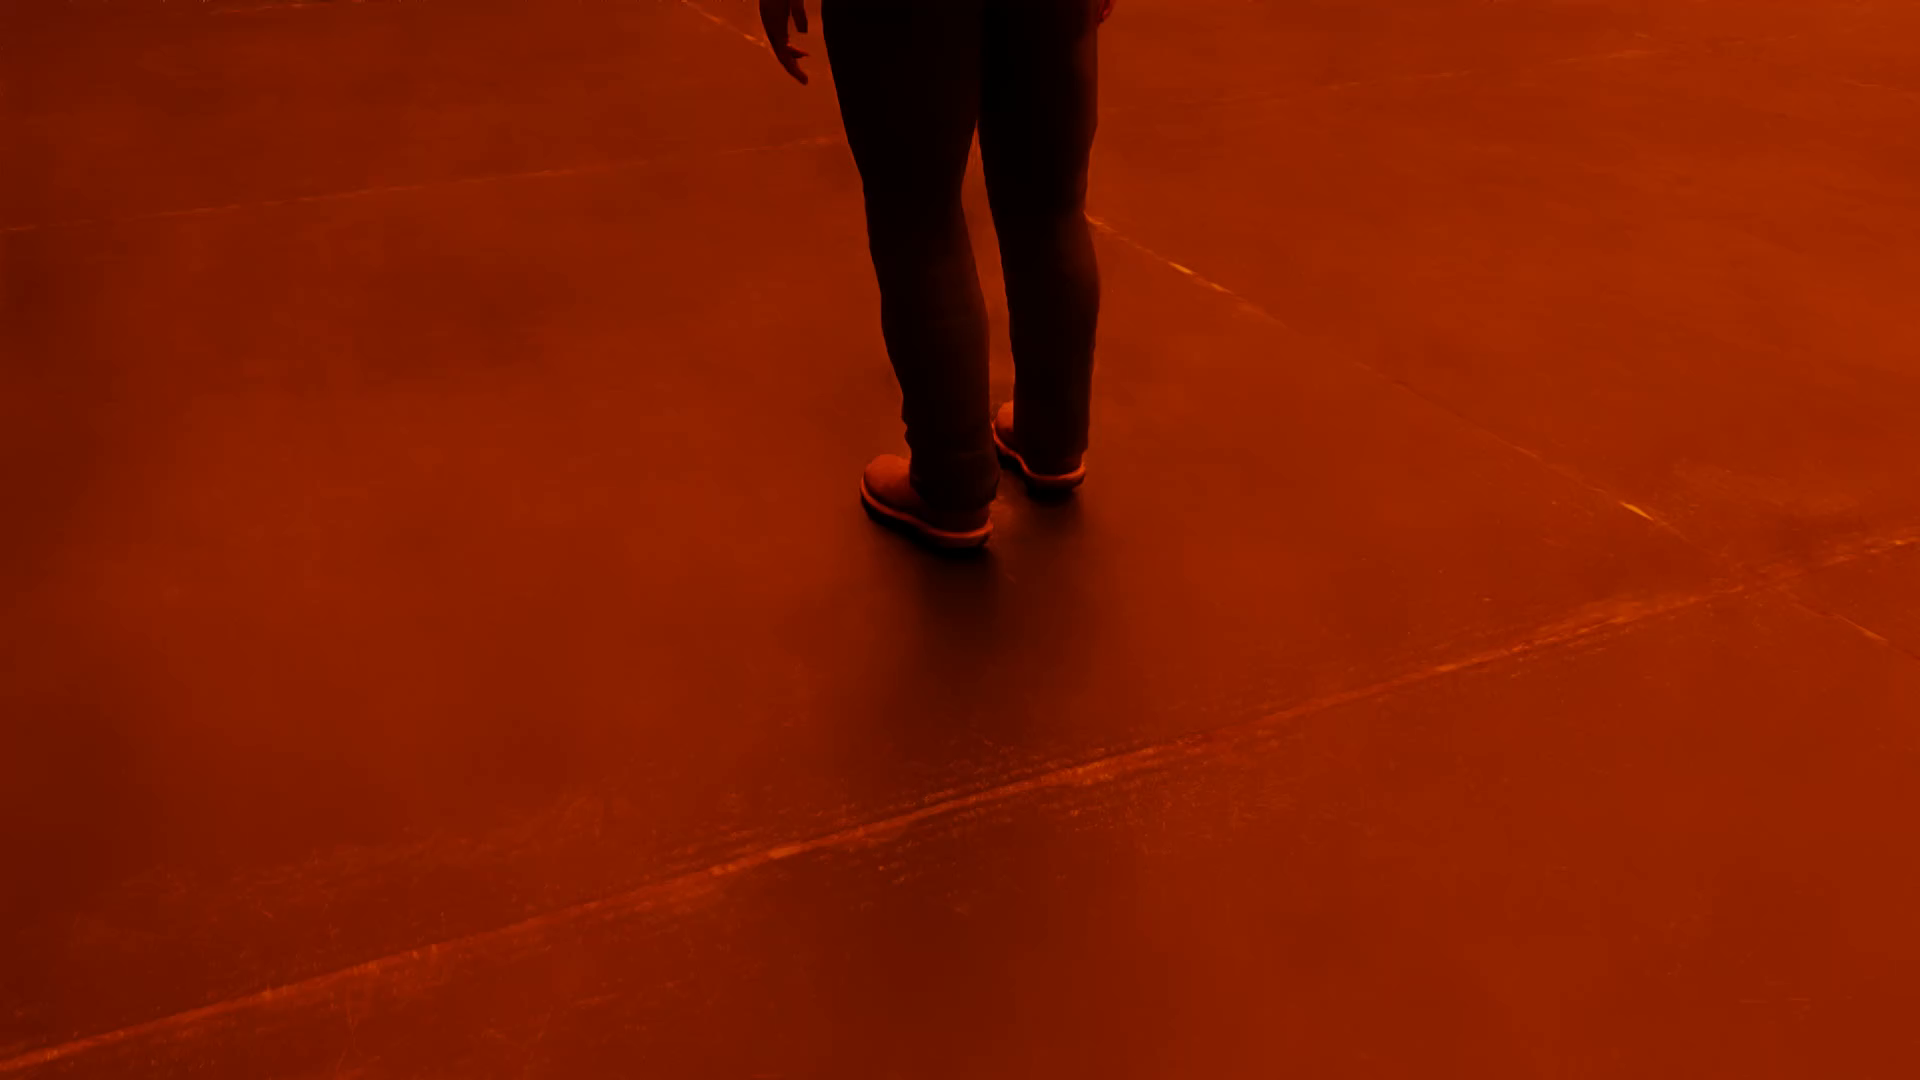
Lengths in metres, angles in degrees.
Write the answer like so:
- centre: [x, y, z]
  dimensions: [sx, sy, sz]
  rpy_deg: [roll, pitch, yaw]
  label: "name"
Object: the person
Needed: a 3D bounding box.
- centre: [-0.019, -0.783, 2.197]
  dimensions: [0.570, 1.654, 0.503]
  rpy_deg: [-12, 29, -22]
  label: "person"
